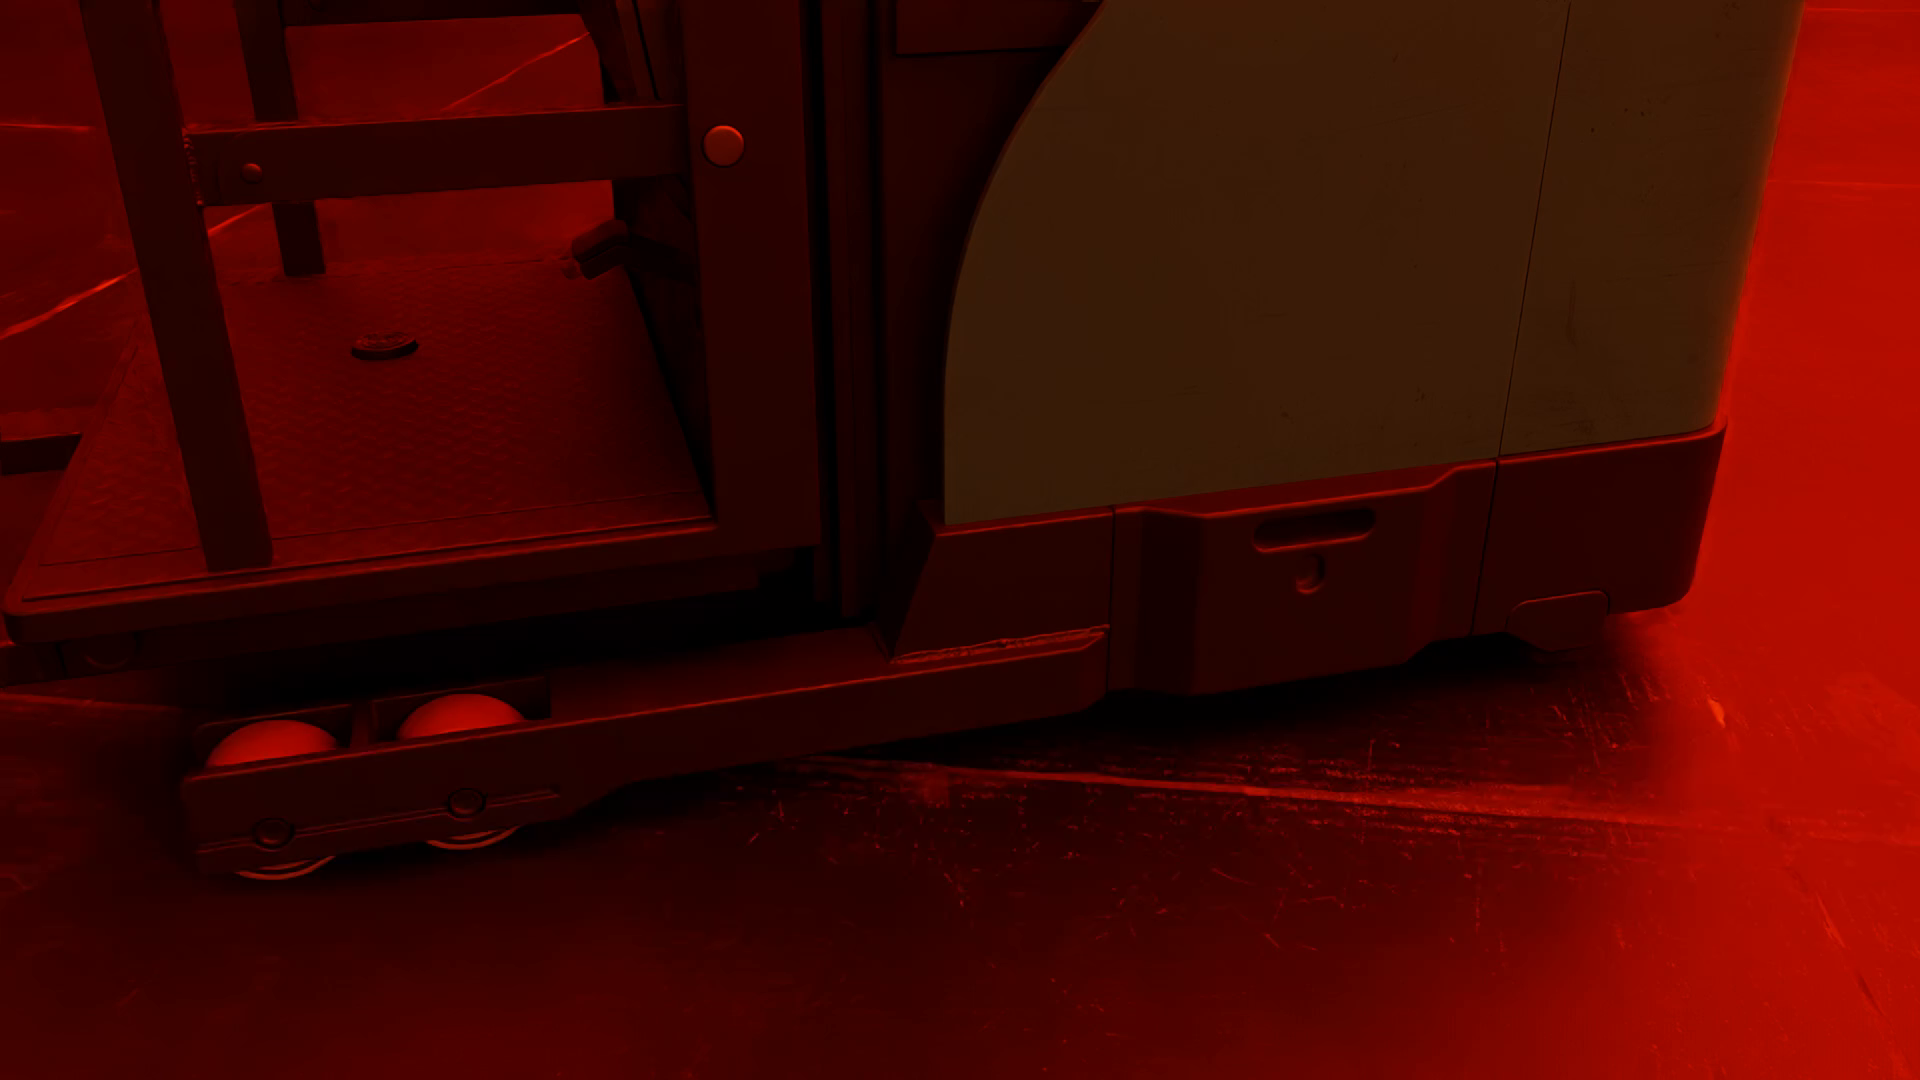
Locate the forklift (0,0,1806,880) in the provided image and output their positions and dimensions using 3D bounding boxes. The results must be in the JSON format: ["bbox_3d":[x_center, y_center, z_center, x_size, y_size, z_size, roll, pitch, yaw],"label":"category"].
[{"bbox_3d":[-0.593,-1.212,1.646,3.031,2.935,1.130,-7,27,-14],"label":"forklift"}]
